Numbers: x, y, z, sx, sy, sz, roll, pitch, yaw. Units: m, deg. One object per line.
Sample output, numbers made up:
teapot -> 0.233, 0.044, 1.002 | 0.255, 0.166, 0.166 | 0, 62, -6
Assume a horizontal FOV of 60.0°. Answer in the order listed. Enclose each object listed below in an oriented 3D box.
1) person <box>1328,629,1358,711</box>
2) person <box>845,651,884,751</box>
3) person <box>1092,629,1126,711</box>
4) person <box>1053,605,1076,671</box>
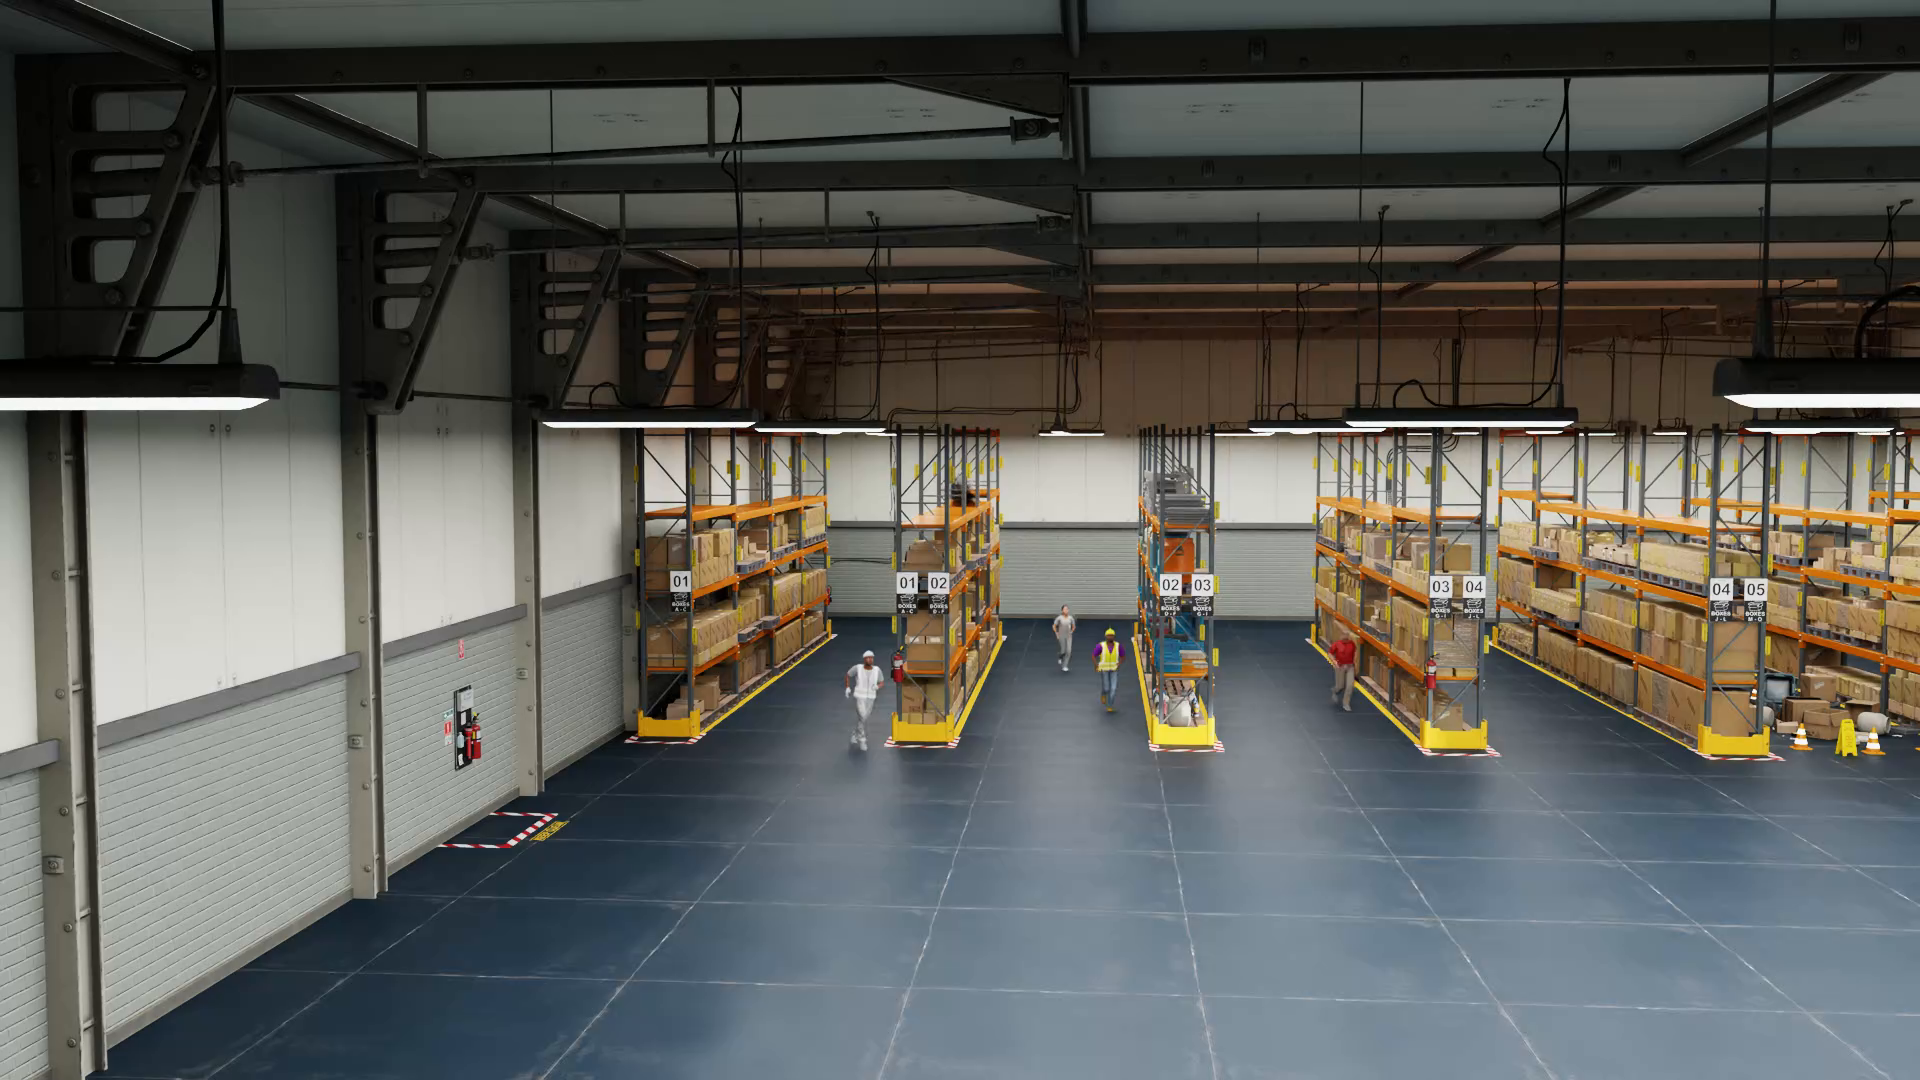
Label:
person -> 8.150, 2.742, 35.319 | 0.662, 1.707, 0.775 | 0, 3, -6
person -> -1.737, 2.950, 30.850 | 0.696, 1.781, 0.841 | -2, 4, -24
person -> 3.146, 2.732, 35.011 | 0.718, 1.724, 0.618 | 0, 3, -5
person -> 2.585, 2.418, 41.072 | 0.580, 1.611, 0.597 | -1, 4, -13
